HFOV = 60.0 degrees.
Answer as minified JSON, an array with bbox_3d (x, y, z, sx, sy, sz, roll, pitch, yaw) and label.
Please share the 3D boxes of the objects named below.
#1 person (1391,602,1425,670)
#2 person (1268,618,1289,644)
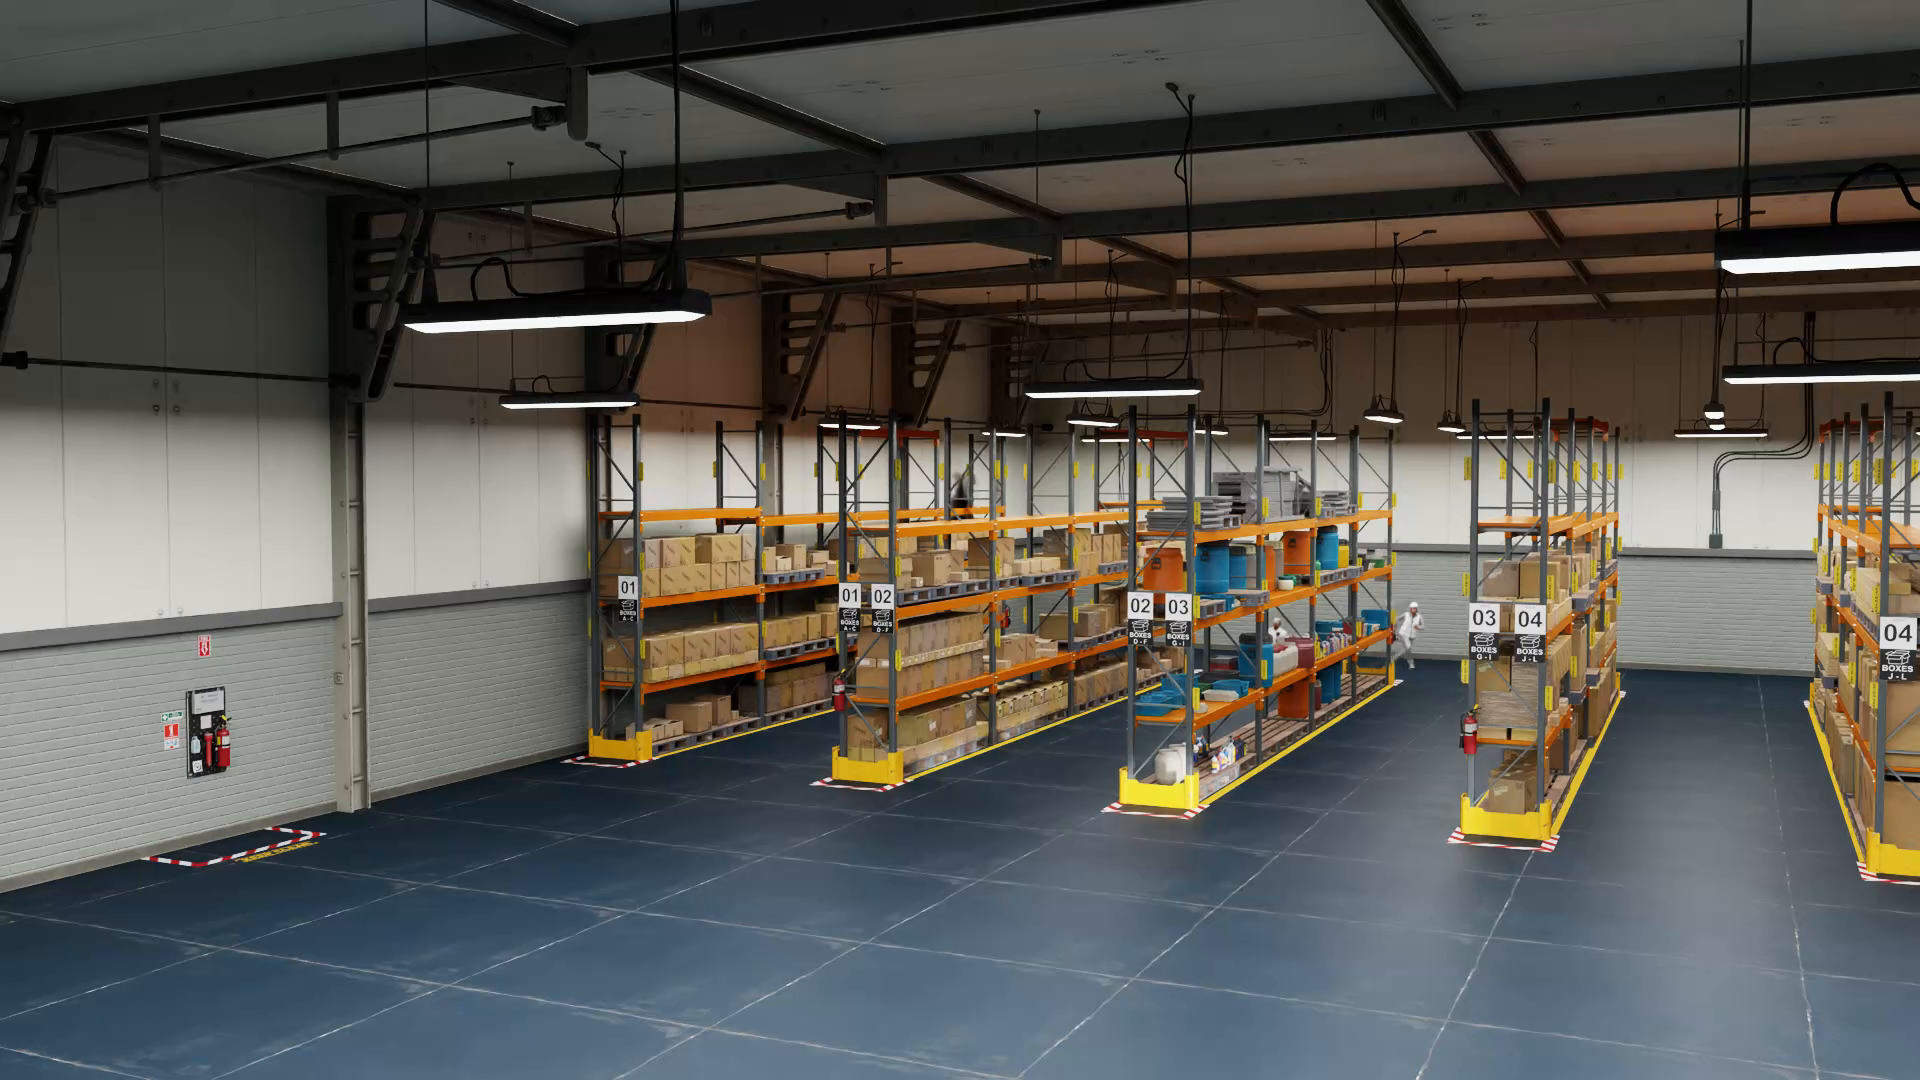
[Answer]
[{"bbox_3d":[11.312,2.406,42.043,0.762,1.686,0.707,-1,2,-14],"label":"person"},{"bbox_3d":[7.209,2.584,38.032,0.924,1.641,0.643,-2,3,-42],"label":"person"}]
